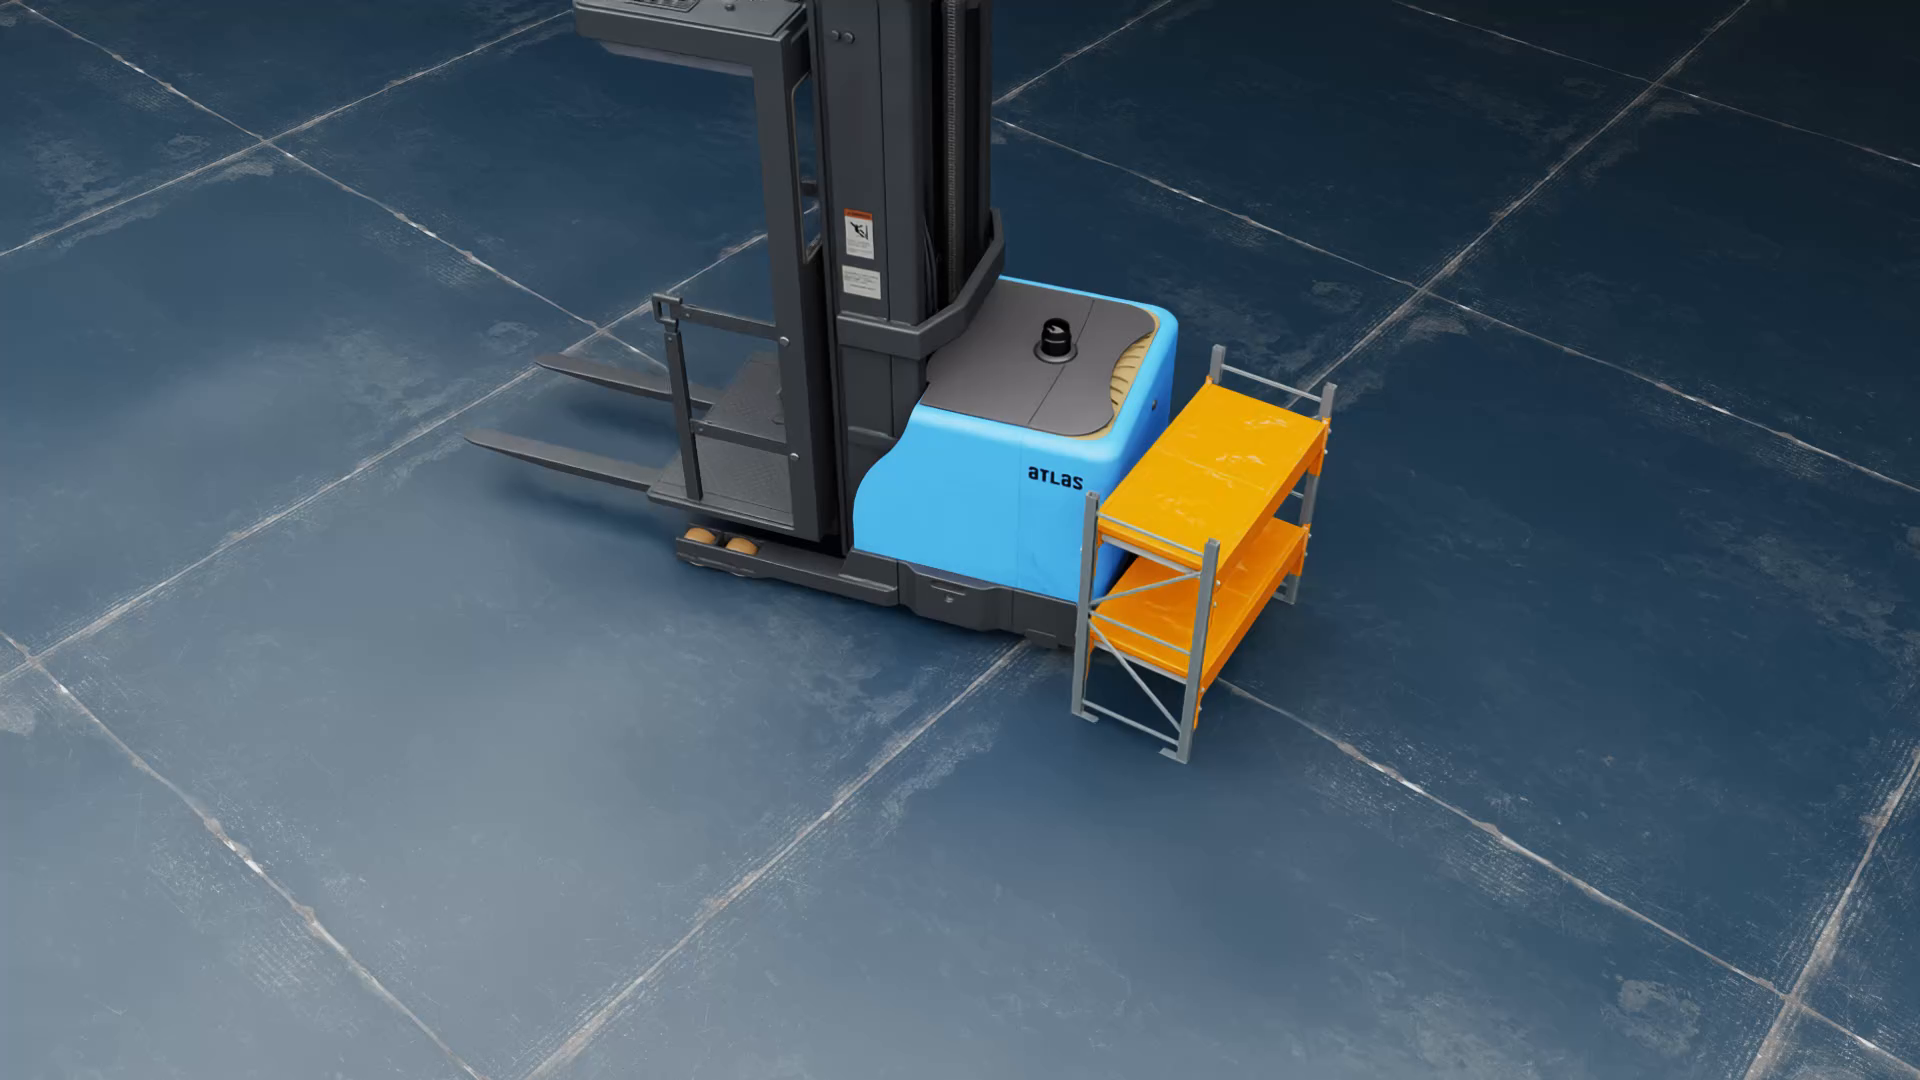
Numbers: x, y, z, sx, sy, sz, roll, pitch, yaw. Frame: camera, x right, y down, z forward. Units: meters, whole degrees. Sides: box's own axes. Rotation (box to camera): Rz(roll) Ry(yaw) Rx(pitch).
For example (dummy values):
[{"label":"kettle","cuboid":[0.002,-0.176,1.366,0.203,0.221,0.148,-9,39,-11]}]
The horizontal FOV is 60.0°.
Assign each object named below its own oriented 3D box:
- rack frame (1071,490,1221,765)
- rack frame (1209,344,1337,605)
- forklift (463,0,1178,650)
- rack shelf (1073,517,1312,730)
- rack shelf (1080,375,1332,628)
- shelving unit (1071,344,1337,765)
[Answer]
[{"label":"rack frame","cuboid":[0.653,0.340,6.039,0.500,1.125,0.032,23,47,23]},{"label":"rack frame","cuboid":[1.190,-0.241,6.678,0.500,1.125,0.032,23,47,23]},{"label":"forklift","cuboid":[-0.683,-1.247,6.443,3.031,2.935,1.130,14,44,14]},{"label":"rack shelf","cuboid":[0.922,0.230,6.523,0.538,0.278,1.000,23,47,23]},{"label":"rack shelf","cuboid":[0.922,-0.167,6.162,0.538,0.278,1.000,23,47,23]},{"label":"shelving unit","cuboid":[0.922,0.050,6.359,0.538,1.125,1.048,23,47,23]}]
